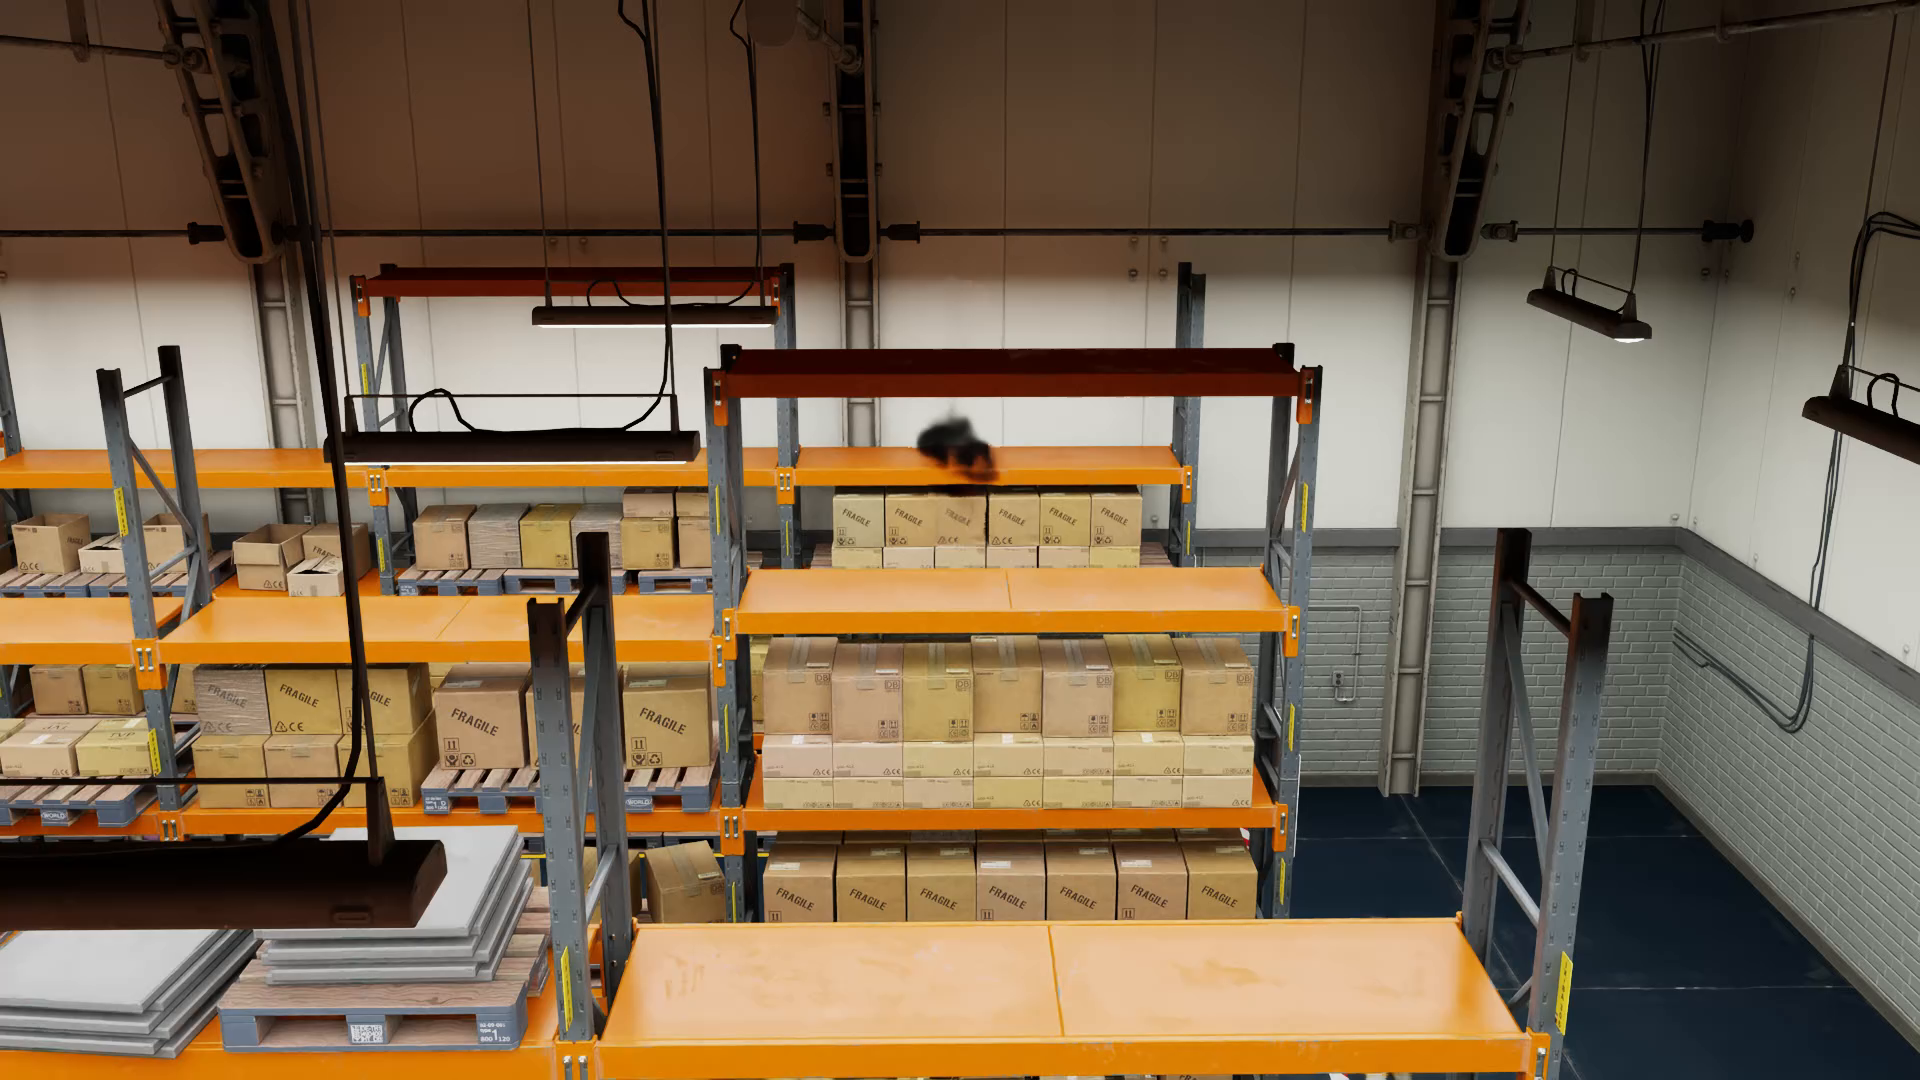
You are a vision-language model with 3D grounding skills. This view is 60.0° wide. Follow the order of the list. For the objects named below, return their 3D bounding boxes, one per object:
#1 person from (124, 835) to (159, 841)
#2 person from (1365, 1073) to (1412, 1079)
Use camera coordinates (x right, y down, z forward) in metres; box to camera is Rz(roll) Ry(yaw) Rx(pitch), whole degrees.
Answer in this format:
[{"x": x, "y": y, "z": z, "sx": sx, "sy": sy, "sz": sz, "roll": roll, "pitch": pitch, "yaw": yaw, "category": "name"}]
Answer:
[{"x": -7.353, "y": 3.073, "z": 15.126, "sx": 0.714, "sy": 1.611, "sz": 0.517, "roll": -3, "pitch": 16, "yaw": -11, "category": "person"}, {"x": 3.185, "y": 3.807, "z": 12.516, "sx": 0.637, "sy": 1.672, "sz": 0.676, "roll": 4, "pitch": 17, "yaw": 14, "category": "person"}]
